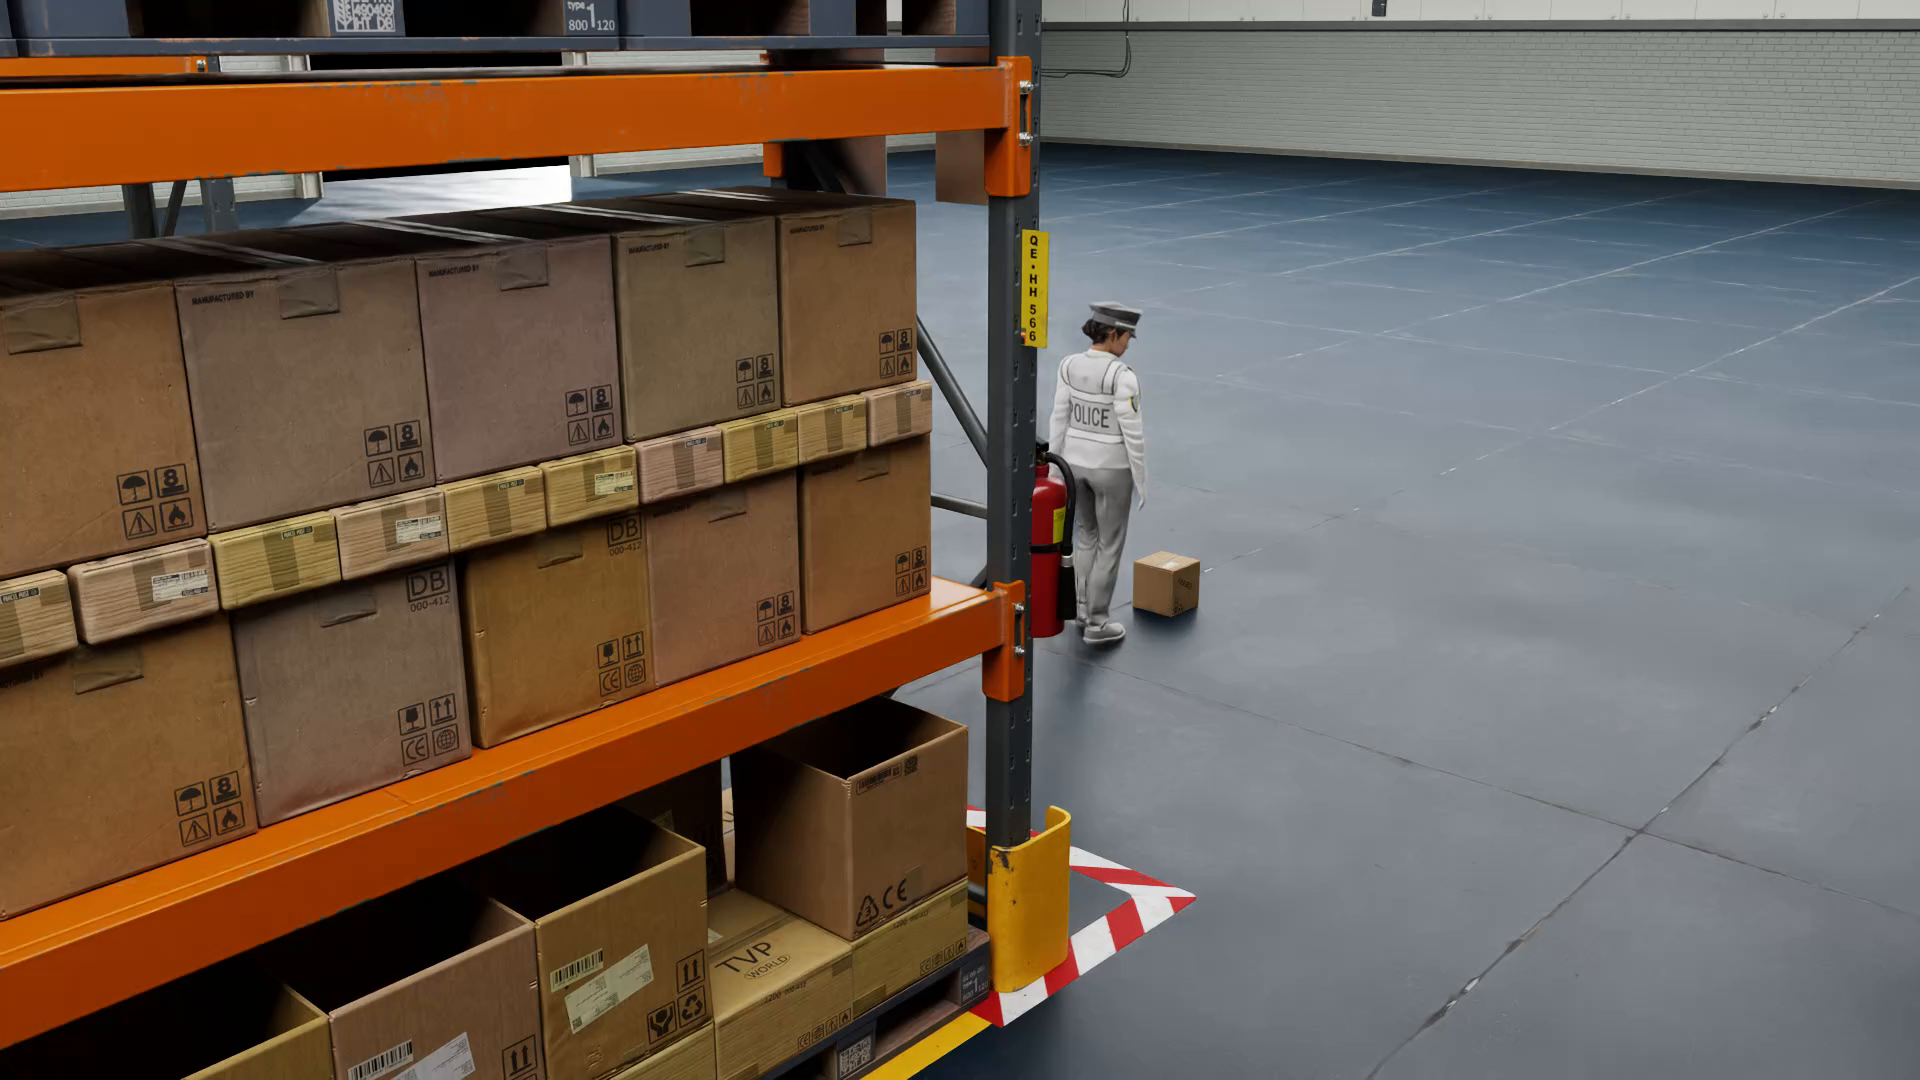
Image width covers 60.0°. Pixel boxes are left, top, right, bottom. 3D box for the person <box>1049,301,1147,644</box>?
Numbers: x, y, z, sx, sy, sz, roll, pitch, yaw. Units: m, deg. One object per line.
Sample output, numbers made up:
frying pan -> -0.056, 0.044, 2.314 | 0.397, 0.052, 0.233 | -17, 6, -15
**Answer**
person -> 0.716, -0.296, 8.035 | 0.521, 1.722, 0.436 | 15, 22, 39
